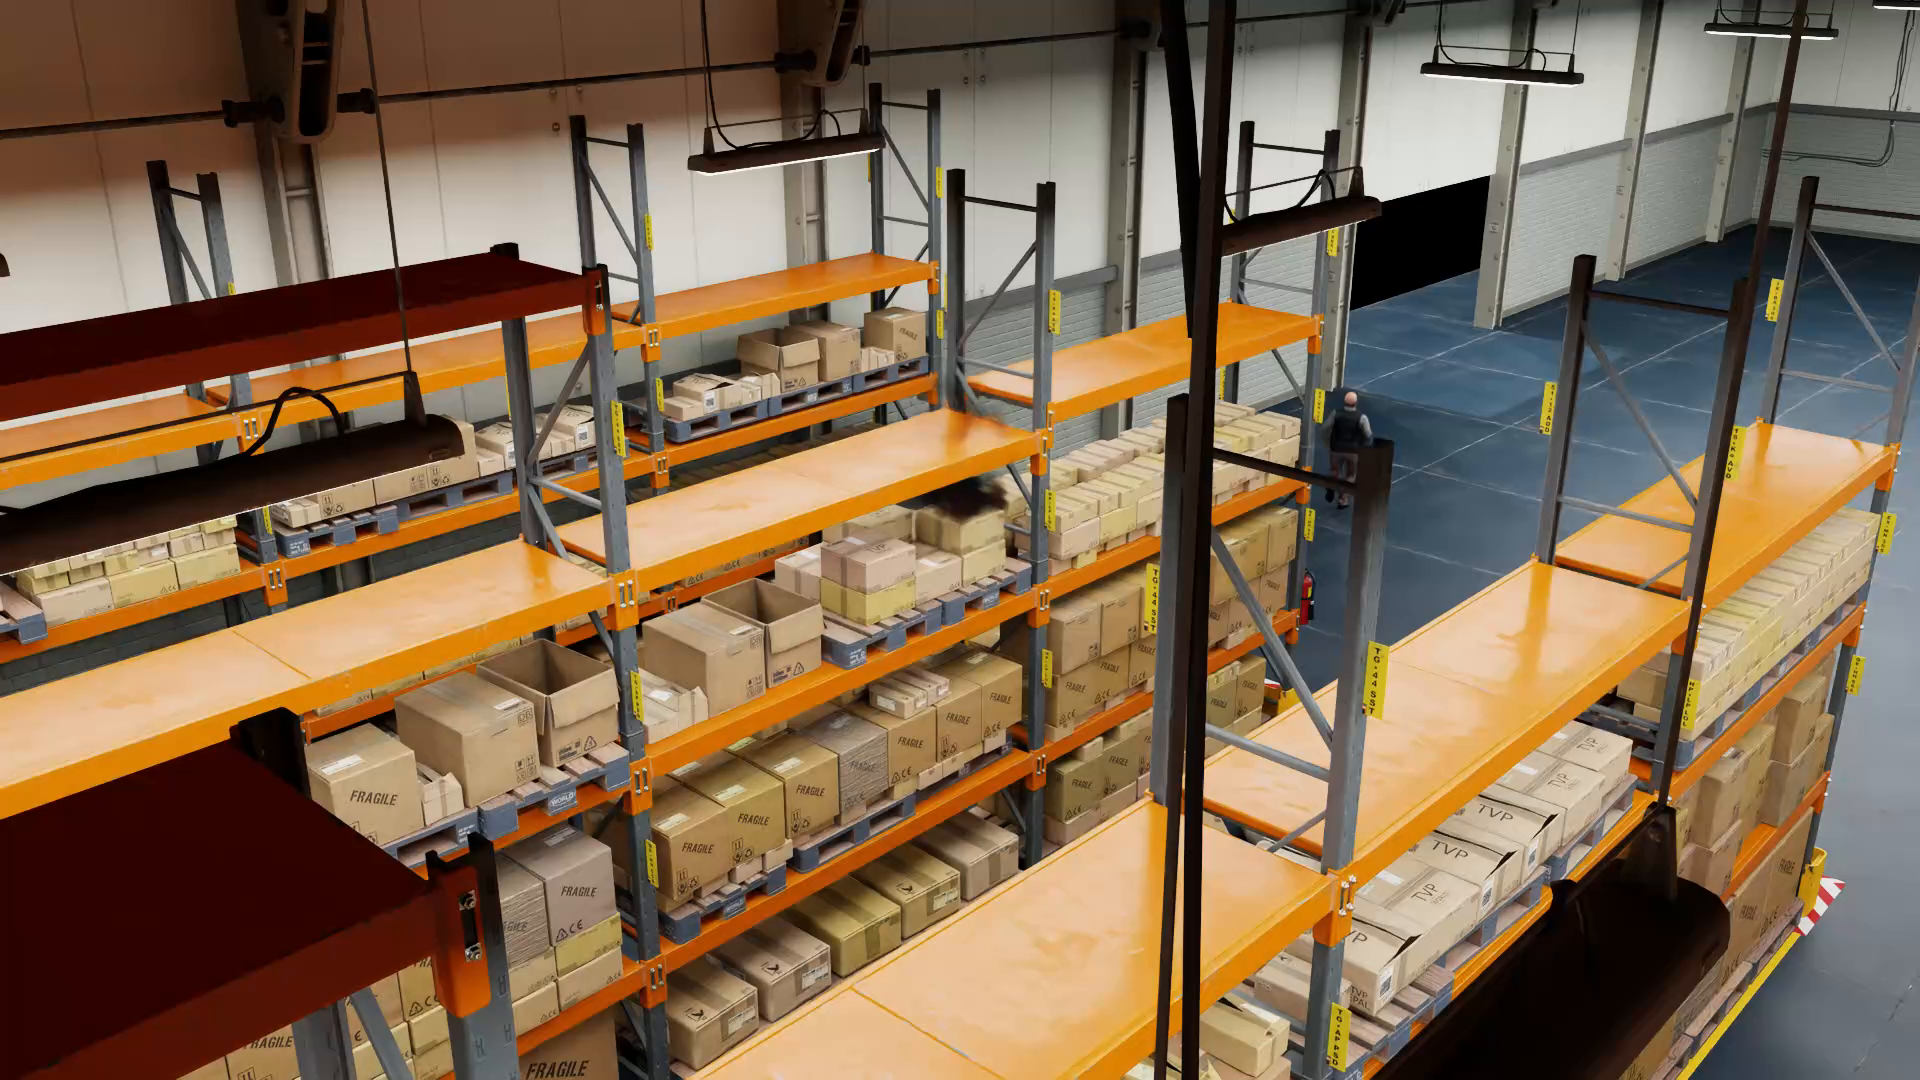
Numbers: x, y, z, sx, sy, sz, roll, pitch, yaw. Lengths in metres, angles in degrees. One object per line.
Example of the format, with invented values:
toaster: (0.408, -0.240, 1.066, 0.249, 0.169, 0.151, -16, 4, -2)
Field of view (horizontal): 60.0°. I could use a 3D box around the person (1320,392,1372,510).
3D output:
person: (5.299, -1.220, 22.872, 0.691, 1.685, 0.609, 8, 23, 20)
